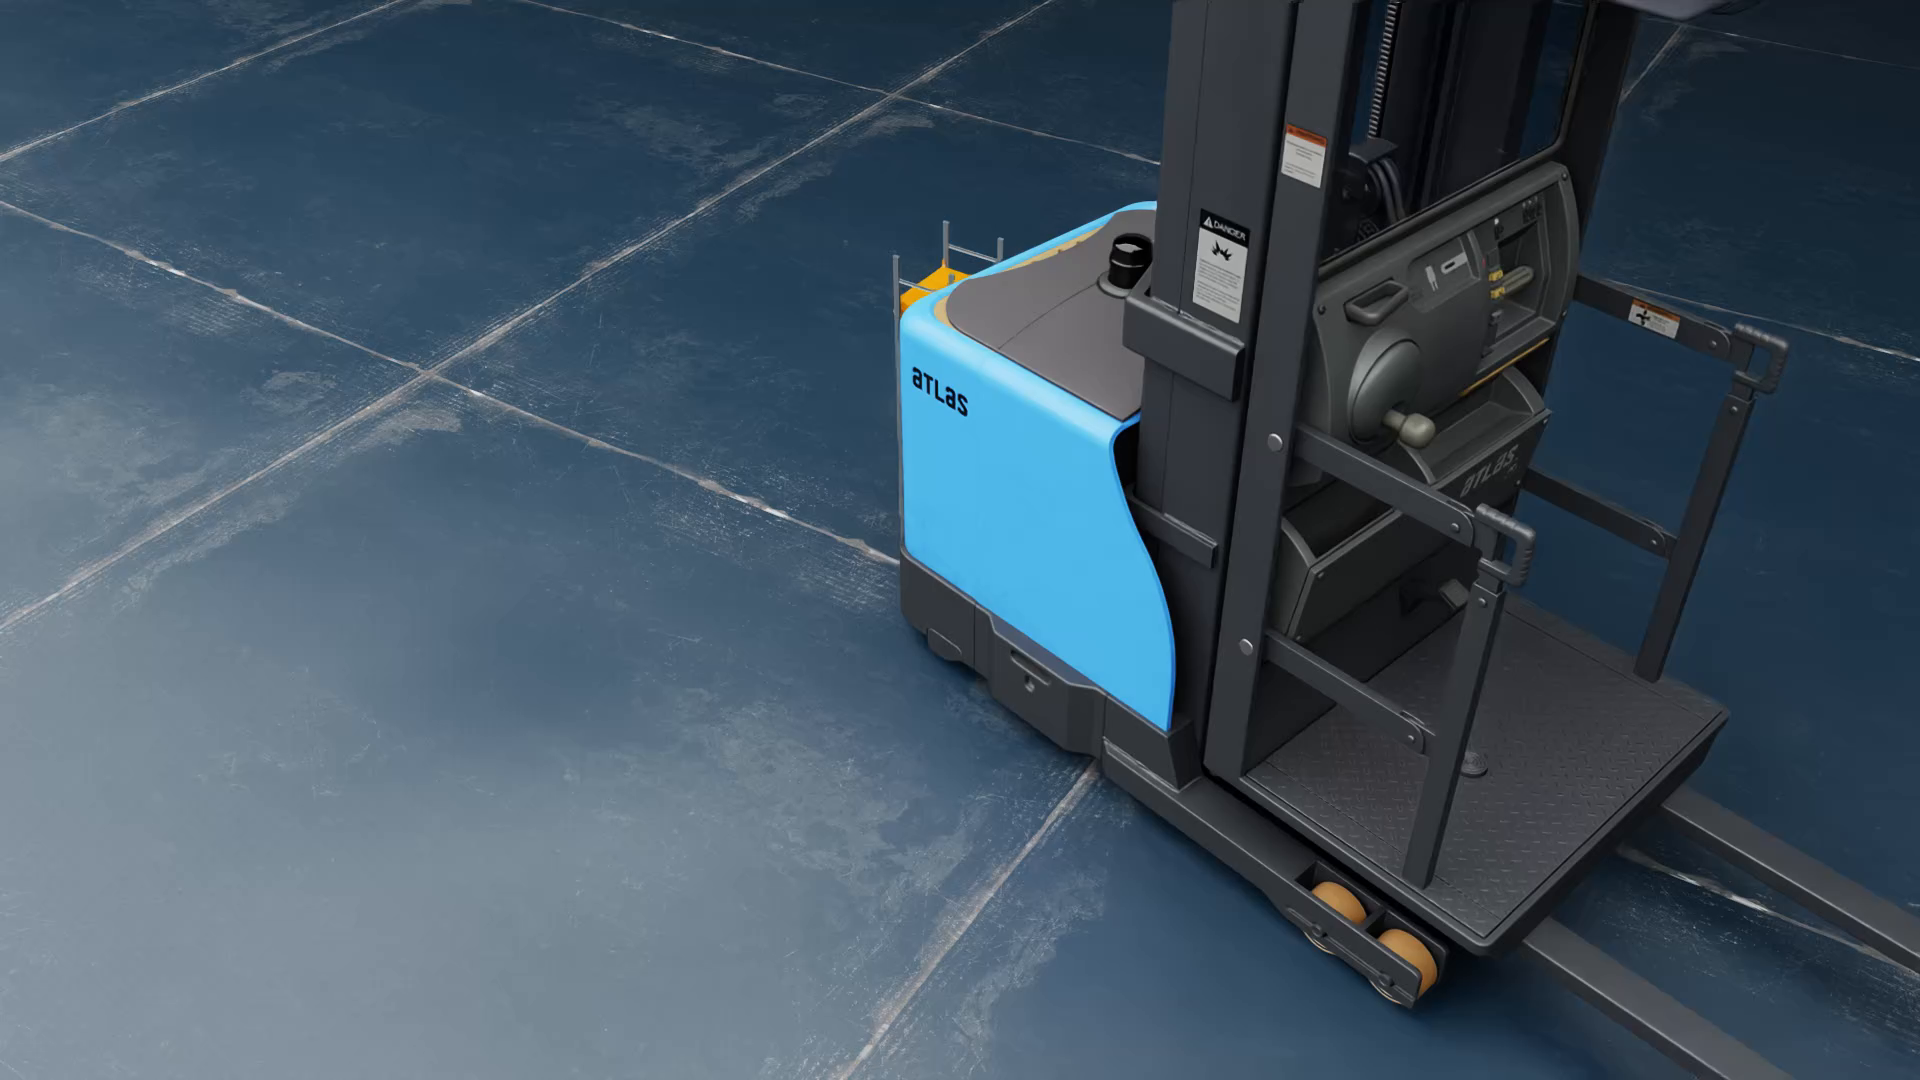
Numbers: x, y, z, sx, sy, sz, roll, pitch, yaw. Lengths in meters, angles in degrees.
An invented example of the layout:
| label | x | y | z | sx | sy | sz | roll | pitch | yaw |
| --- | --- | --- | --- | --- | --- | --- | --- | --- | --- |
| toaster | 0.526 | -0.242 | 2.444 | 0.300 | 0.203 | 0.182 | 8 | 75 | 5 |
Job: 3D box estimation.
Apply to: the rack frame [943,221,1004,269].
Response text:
| label | x | y | z | sx | sy | sz | roll | pitch | yaw |
| --- | --- | --- | --- | --- | --- | --- | --- | --- | --- |
| rack frame | 0.037 | -0.452 | 4.976 | 0.200 | 1.050 | 0.008 | 22 | 43 | 26 |

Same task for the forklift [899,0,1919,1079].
| label | x | y | z | sx | sy | sz | roll | pitch | yaw |
| --- | --- | --- | --- | --- | --- | --- | --- | --- | --- |
| forklift | 1.194 | -0.445 | 3.427 | 1.130 | 2.935 | 3.031 | -29 | 46 | -32 |

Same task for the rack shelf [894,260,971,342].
| label | x | y | z | sx | sy | sz | roll | pitch | yaw |
| --- | --- | --- | --- | --- | --- | --- | --- | --- | --- |
| rack shelf | -0.030 | -0.606 | 4.728 | 0.215 | 0.259 | 0.240 | 22 | 43 | 26 |

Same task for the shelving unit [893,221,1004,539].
| label | x | y | z | sx | sy | sz | roll | pitch | yaw |
| --- | --- | --- | --- | --- | --- | --- | --- | --- | --- |
| shelving unit | -0.031 | -0.390 | 4.895 | 0.215 | 1.050 | 0.252 | 22 | 43 | 26 |

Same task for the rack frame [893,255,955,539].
| label | x | y | z | sx | sy | sz | roll | pitch | yaw |
| --- | --- | --- | --- | --- | --- | --- | --- | --- | --- |
| rack frame | -0.098 | -0.328 | 4.815 | 0.200 | 1.050 | 0.008 | 22 | 43 | 26 |
